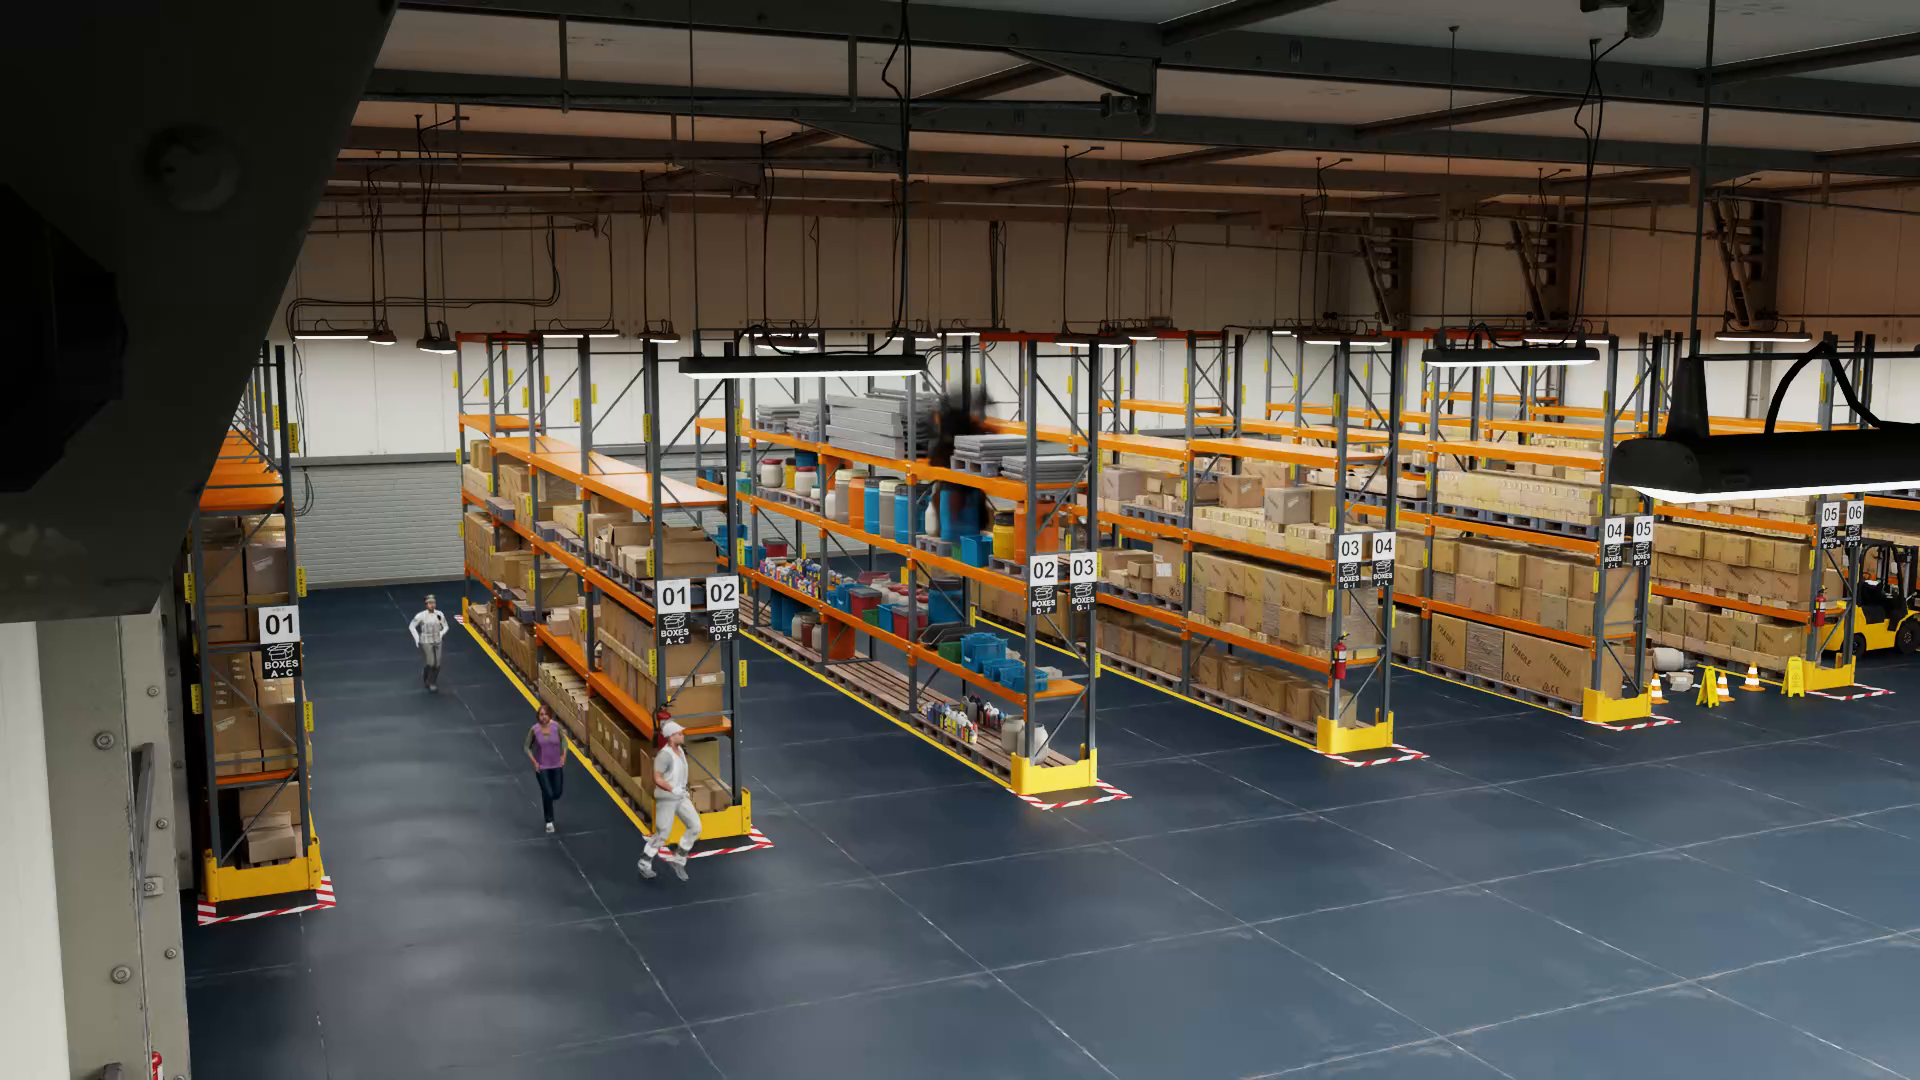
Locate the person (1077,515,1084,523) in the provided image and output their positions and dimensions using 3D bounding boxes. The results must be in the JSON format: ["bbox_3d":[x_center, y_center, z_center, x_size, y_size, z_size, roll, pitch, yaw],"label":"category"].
[{"bbox_3d":[2.892,-0.040,41.535,0.528,1.578,0.602,4,9,27],"label":"person"}]

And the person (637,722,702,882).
[{"bbox_3d":[-3.251,2.942,18.820,0.679,1.782,0.717,3,8,19],"label":"person"}]

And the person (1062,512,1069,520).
[{"bbox_3d":[2.465,0.177,39.305,0.716,1.776,0.924,-1,8,-10],"label":"person"}]

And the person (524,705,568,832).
[{"bbox_3d":[-5.119,2.813,20.593,0.537,1.551,0.493,-3,8,-24],"label":"person"}]

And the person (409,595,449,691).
[{"bbox_3d":[-8.880,1.740,27.984,0.599,1.657,0.562,-6,10,-36],"label":"person"}]
